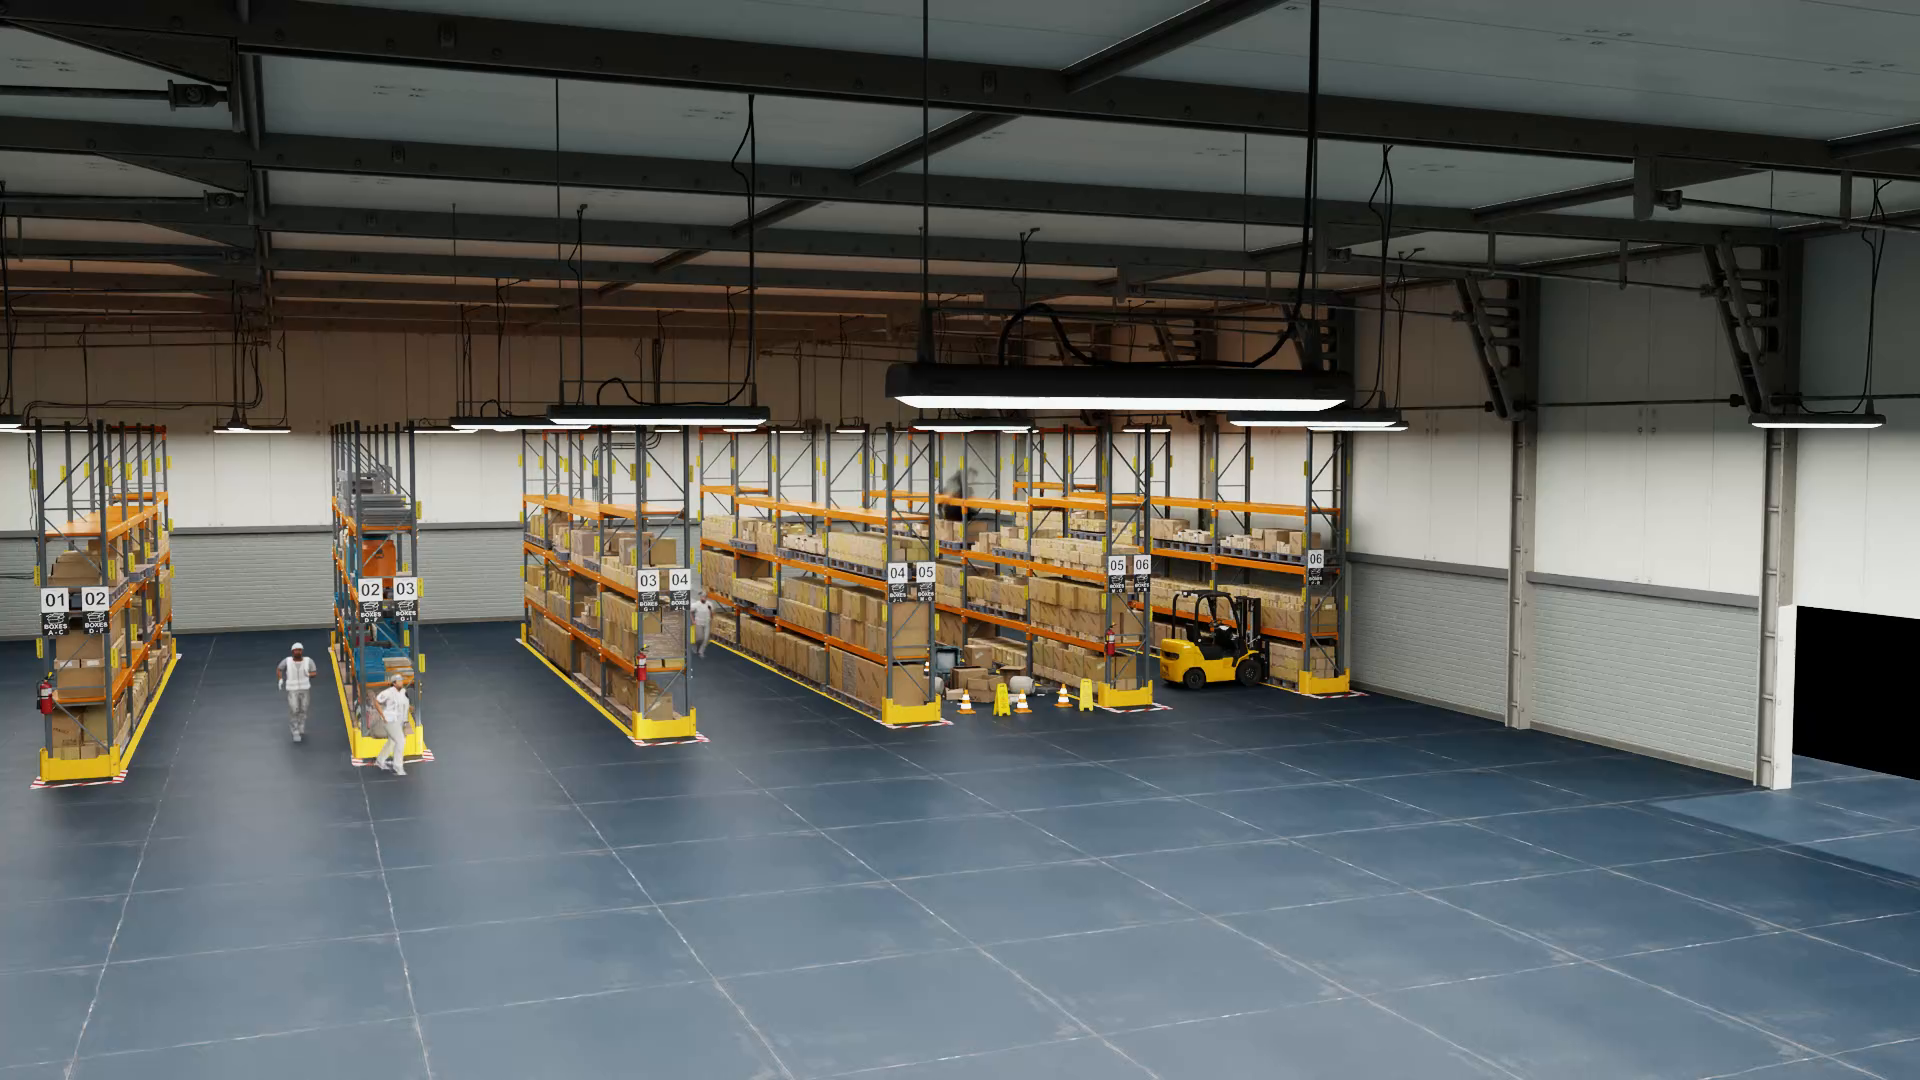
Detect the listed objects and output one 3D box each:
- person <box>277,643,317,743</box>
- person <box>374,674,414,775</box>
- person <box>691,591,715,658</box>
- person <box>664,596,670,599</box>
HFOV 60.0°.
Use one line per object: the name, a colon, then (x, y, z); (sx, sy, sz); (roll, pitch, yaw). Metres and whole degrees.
person: (-12.501, 2.850, 31.410); (0.669, 1.823, 0.875); (-2, 4, -32)
person: (-9.628, 3.132, 28.323); (0.723, 1.720, 0.595); (1, 4, 16)
person: (-6.655, 2.175, 43.005); (0.677, 1.744, 0.592); (-2, 4, -28)
person: (-8.102, 2.082, 46.260); (0.618, 1.552, 0.895); (-1, 4, -15)
